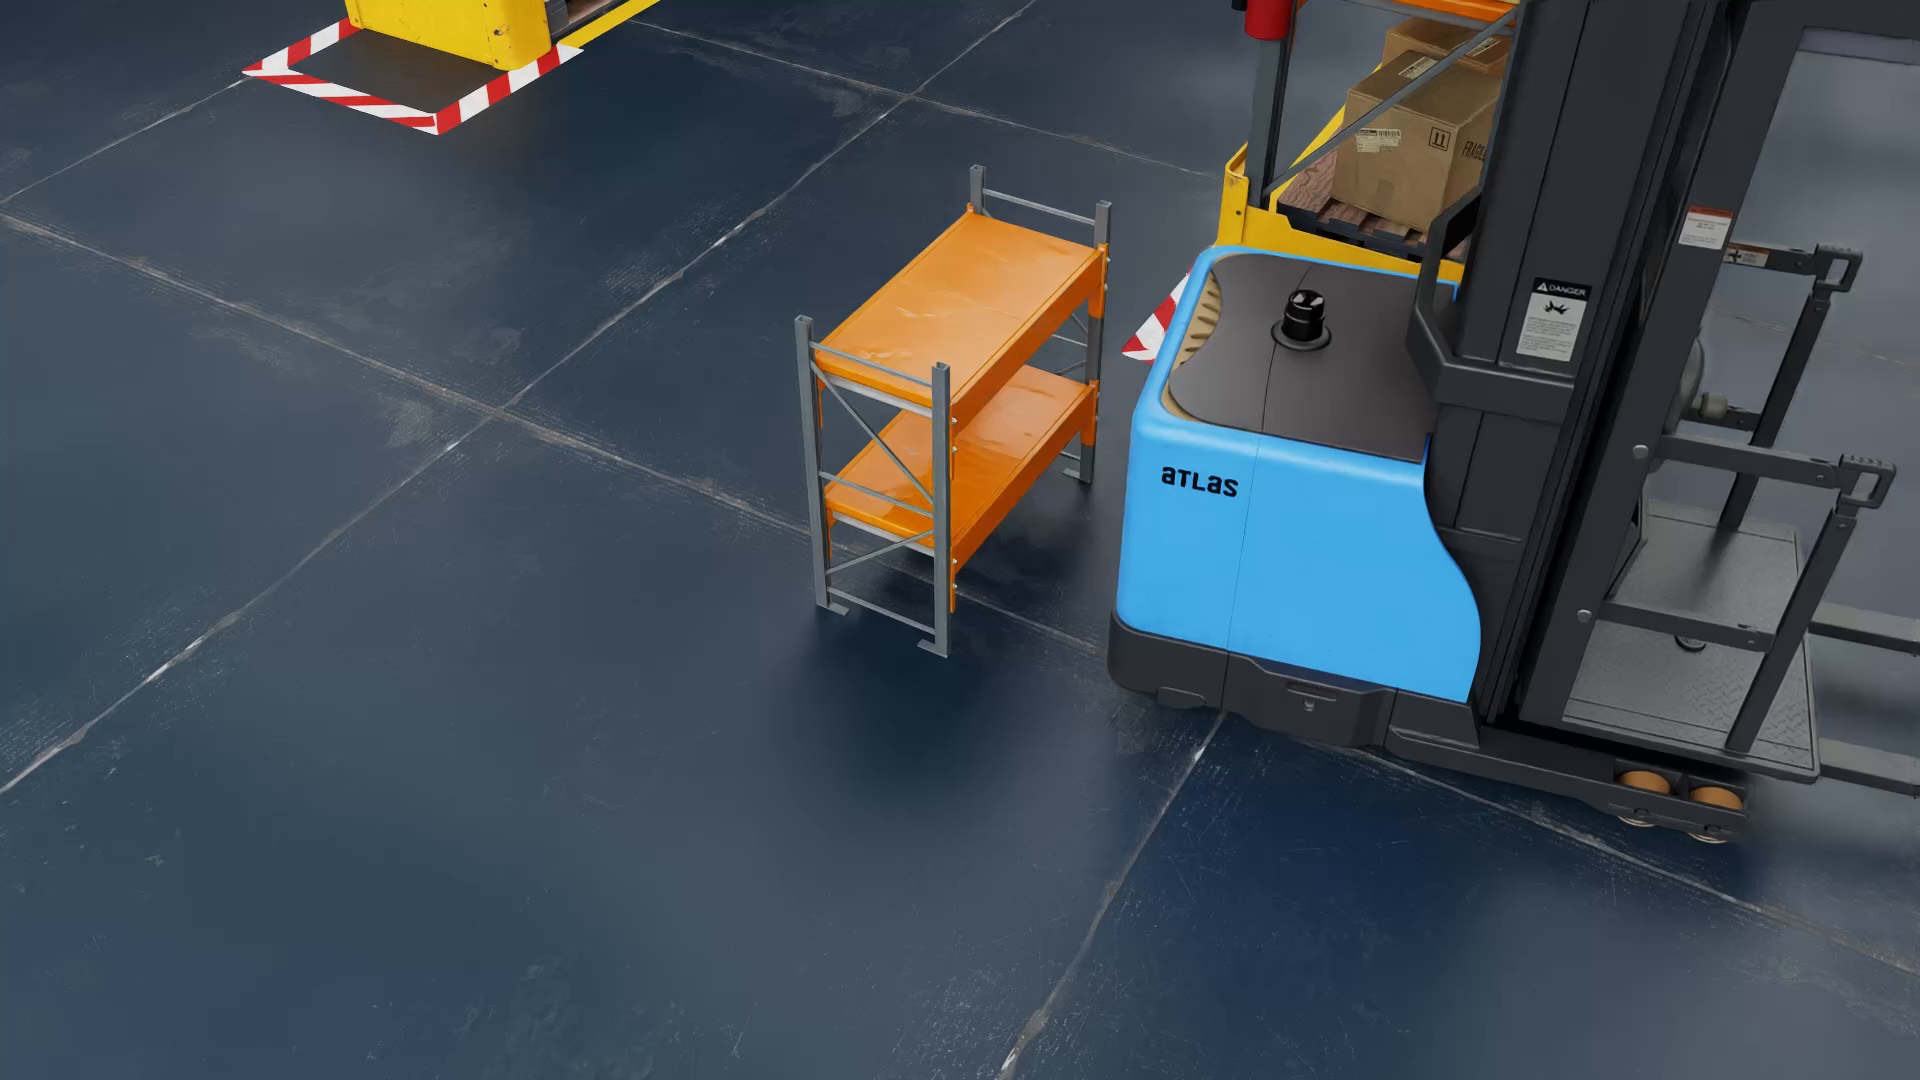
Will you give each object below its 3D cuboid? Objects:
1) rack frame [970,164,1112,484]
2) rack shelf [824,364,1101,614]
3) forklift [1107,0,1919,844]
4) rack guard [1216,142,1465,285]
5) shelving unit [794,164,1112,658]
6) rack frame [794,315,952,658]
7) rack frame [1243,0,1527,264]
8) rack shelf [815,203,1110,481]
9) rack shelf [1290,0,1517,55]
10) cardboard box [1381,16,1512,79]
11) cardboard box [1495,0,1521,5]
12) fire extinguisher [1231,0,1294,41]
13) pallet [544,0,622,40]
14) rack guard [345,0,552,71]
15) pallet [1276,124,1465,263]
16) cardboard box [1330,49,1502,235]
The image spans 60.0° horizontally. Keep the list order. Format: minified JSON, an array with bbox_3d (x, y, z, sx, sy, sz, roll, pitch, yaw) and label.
[{"bbox_3d":[0.258,-0.717,5.713,0.500,1.125,0.032,21,45,22],"label":"rack frame"},{"bbox_3d":[0.003,-0.243,5.544,0.538,0.278,1.000,21,45,22],"label":"rack shelf"},{"bbox_3d":[2.034,-0.629,4.246,3.031,2.935,1.130,12,43,13],"label":"forklift"},{"bbox_3d":[1.637,-1.197,6.731,1.175,0.500,0.348,21,45,22],"label":"rack guard"},{"bbox_3d":[0.003,-0.426,5.383,0.538,1.125,1.048,21,45,22],"label":"shelving unit"},{"bbox_3d":[-0.251,-0.135,5.052,0.500,1.125,0.032,21,45,22],"label":"rack frame"},{"bbox_3d":[1.599,-2.092,5.856,1.000,3.000,0.127,21,45,22],"label":"rack frame"},{"bbox_3d":[0.003,-0.646,5.189,0.538,0.278,1.000,21,45,22],"label":"rack shelf"},{"bbox_3d":[2.600,-2.966,7.393,1.077,0.370,4.000,21,45,22],"label":"rack shelf"},{"bbox_3d":[2.196,-2.016,7.344,0.500,0.500,0.500,-33,51,-32],"label":"cardboard box"},{"bbox_3d":[1.948,-2.082,6.034,0.380,0.149,0.250,21,45,22],"label":"cardboard box"},{"bbox_3d":[1.143,-2.150,5.980,0.296,0.674,0.183,21,45,22],"label":"fire extinguisher"},{"bbox_3d":[-2.280,-3.205,9.230,1.003,0.211,1.213,21,45,22],"label":"pallet"},{"bbox_3d":[-2.692,-2.851,8.609,1.175,0.500,0.348,21,45,22],"label":"rack guard"},{"bbox_3d":[2.074,-1.542,7.341,1.003,0.211,1.213,21,45,22],"label":"pallet"},{"bbox_3d":[1.926,-1.663,6.942,0.500,0.500,0.500,30,49,29],"label":"cardboard box"}]
